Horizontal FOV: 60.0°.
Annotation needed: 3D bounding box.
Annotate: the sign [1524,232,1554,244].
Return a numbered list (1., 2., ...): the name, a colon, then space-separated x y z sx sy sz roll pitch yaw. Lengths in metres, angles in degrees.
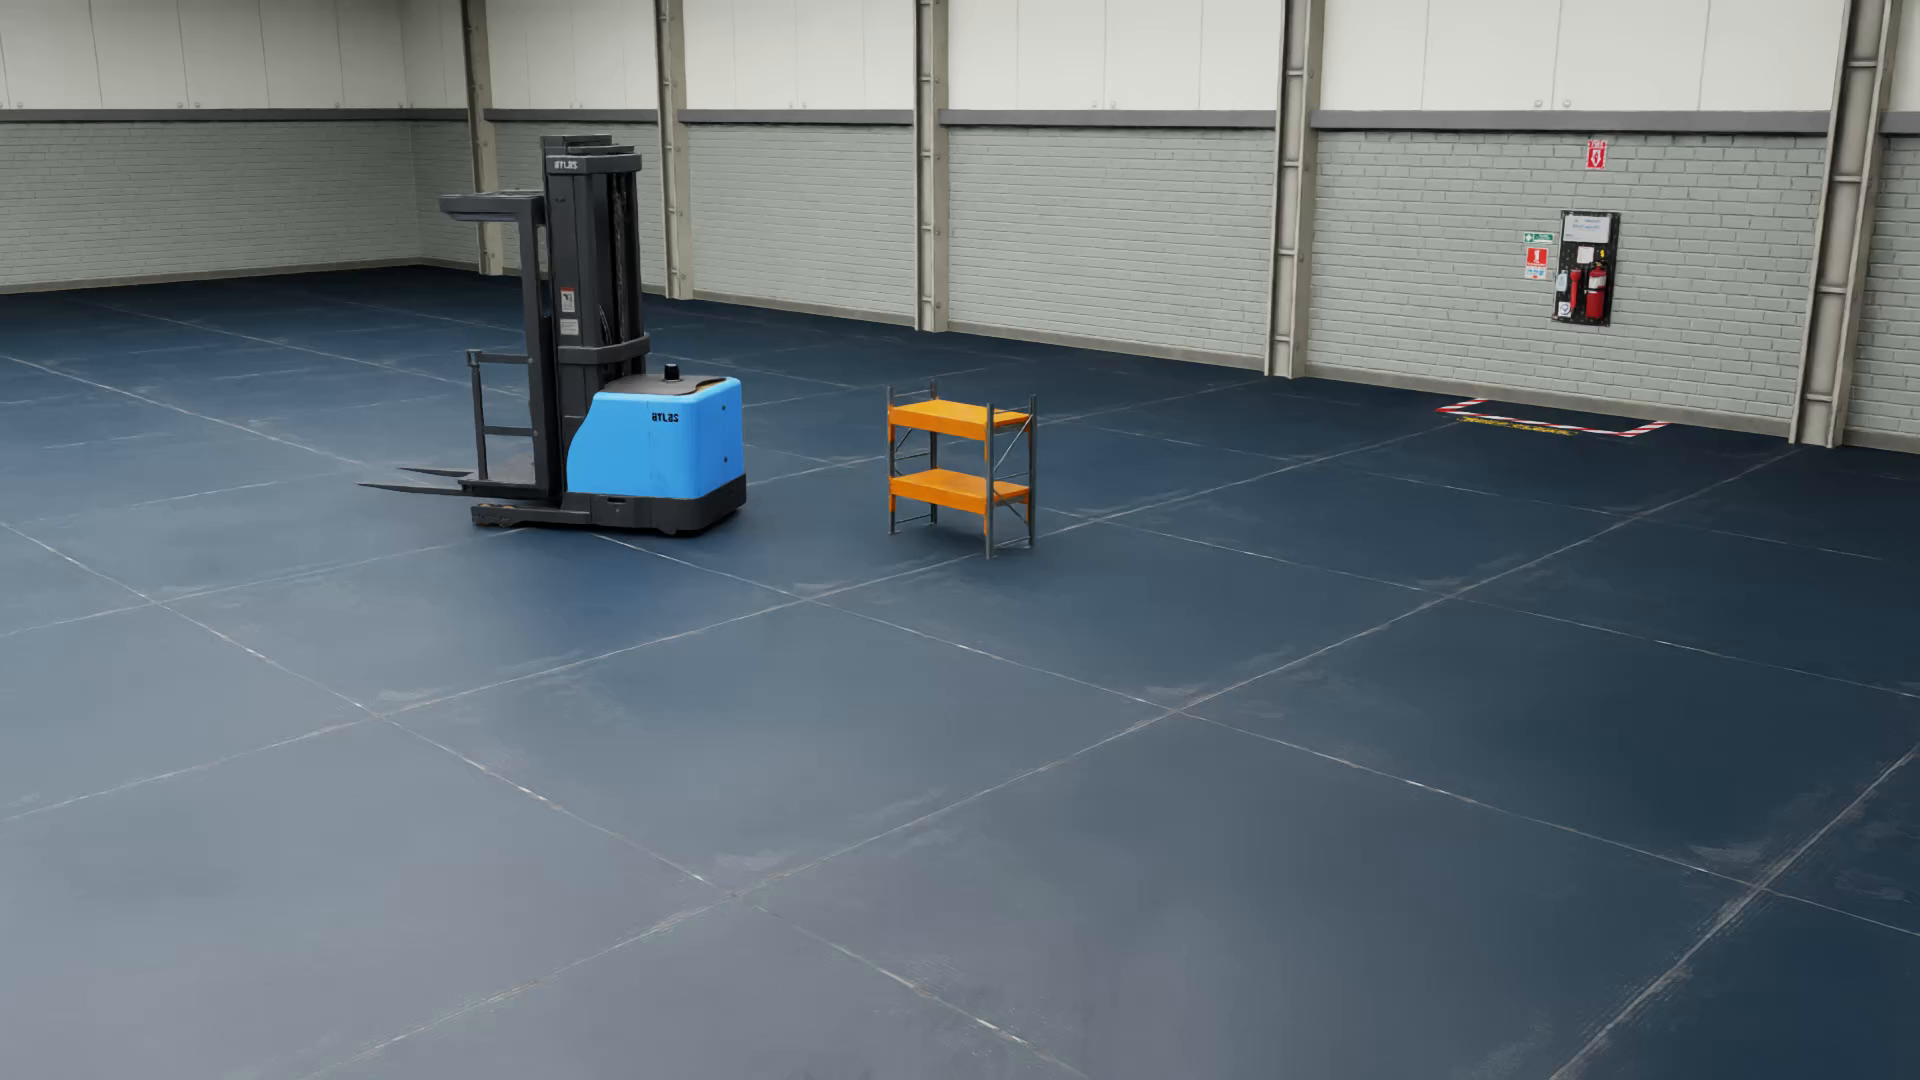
1. sign: 6.151 -3.209 17.676 0.331 0.109 0.001 14 20 42

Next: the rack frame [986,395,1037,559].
1. rack frame: 0.371 -0.454 11.944 0.032 1.125 0.500 14 20 42

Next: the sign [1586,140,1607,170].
1. sign: 6.544 -3.963 17.096 0.199 0.298 0.001 14 20 42

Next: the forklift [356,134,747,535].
1. forklift: -3.282 -1.639 12.910 3.031 2.935 1.130 4 15 14

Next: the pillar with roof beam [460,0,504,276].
1. pillar with roof beam: -12.032 -8.705 27.992 0.400 9.000 9.100 14 20 42

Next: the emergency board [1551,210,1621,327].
1. emergency board: 6.480 -2.822 17.314 0.643 1.169 0.194 14 20 42

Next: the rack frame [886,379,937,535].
1. rack frame: -0.361 -0.632 12.627 0.032 1.125 0.500 14 20 42

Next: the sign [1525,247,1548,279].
1. sign: 6.154 -2.955 17.752 0.234 0.329 0.001 14 20 42

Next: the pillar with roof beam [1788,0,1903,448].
1. pillar with roof beam: 5.245 -4.504 11.872 0.400 9.000 9.100 14 20 42

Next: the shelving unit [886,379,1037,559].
1. shelving unit: 0.005 -0.543 12.286 1.048 1.125 0.538 14 20 42

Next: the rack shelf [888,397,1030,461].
1. rack shelf: 0.005 -0.826 12.212 1.000 0.278 0.538 14 20 42

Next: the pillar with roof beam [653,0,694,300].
1. pillar with roof beam: -7.713 -7.654 23.962 0.400 9.000 9.100 14 20 42

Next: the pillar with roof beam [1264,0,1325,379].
1. pillar with roof beam: 0.925 -5.554 15.902 0.400 9.000 9.100 14 20 42

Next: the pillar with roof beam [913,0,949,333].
1. pillar with roof beam: -3.394 -6.604 19.932 0.400 9.000 9.100 14 20 42

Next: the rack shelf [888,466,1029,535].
1. rack shelf: 0.005 -0.307 12.347 1.000 0.278 0.538 14 20 42

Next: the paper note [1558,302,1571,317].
1. paper note: 6.401 -2.439 17.592 0.142 0.148 0.016 14 20 42
